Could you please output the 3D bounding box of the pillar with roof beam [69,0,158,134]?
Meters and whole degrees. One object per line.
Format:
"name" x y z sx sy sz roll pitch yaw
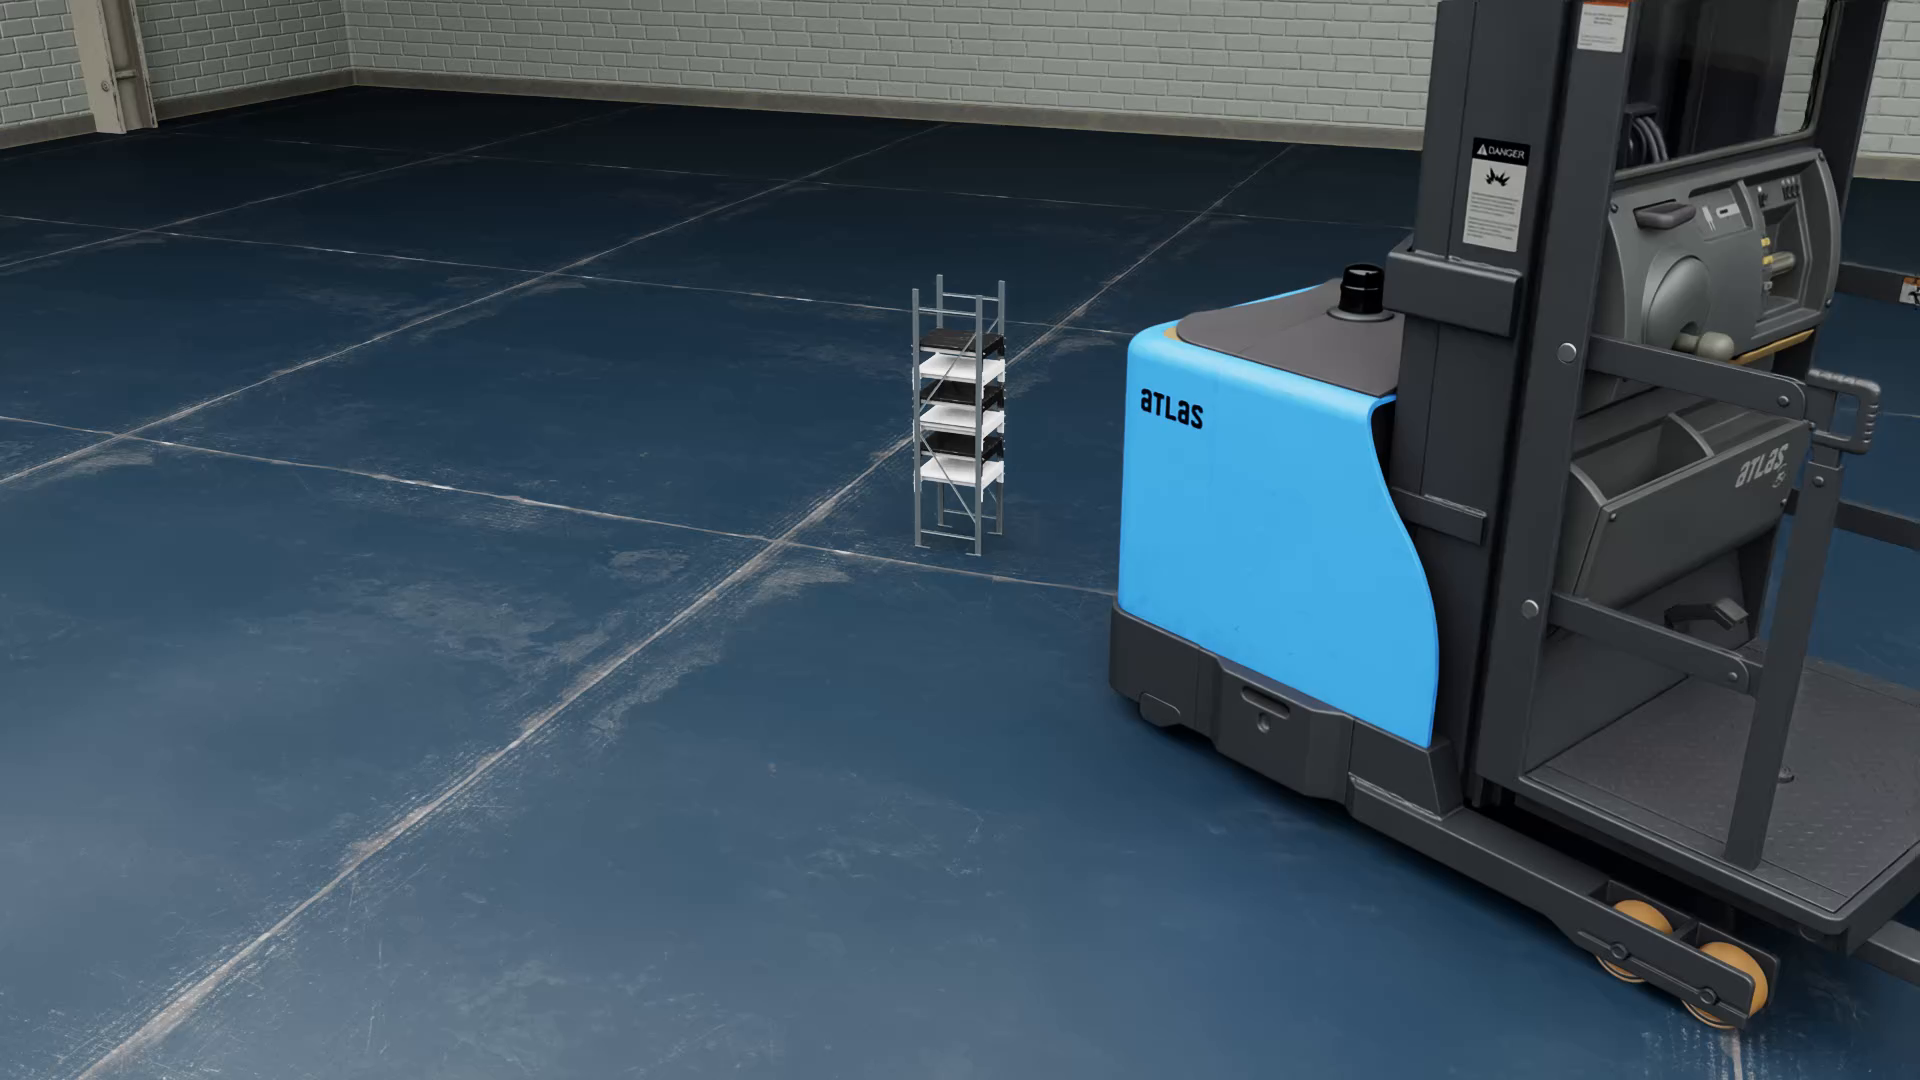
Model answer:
"pillar with roof beam" -3.054 -7.011 10.861 9.100 9.000 0.400 9 24 20

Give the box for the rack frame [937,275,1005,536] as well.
"rack frame" 0.035 -0.449 5.657 0.240 0.900 0.006 9 24 20

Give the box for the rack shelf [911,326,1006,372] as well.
"rack shelf" -0.003 -0.631 5.478 0.258 0.077 0.200 9 24 20

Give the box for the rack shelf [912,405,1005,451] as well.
"rack shelf" -0.003 -0.382 5.582 0.258 0.077 0.200 9 24 20

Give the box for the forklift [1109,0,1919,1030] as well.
"forklift" 1.748 -0.582 3.341 1.130 2.935 3.031 -18 29 -37

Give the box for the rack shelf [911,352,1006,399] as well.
"rack shelf" -0.003 -0.548 5.513 0.258 0.077 0.200 9 24 20

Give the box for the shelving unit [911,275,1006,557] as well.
"shelving unit" -0.003 -0.412 5.570 0.258 0.900 0.210 9 24 20

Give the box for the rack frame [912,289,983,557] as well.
"rack frame" -0.041 -0.376 5.483 0.240 0.900 0.006 9 24 20

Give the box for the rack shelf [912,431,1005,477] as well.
"rack shelf" -0.003 -0.299 5.617 0.258 0.077 0.200 9 24 20

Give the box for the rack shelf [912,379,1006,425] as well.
"rack shelf" -0.003 -0.465 5.548 0.258 0.077 0.200 9 24 20

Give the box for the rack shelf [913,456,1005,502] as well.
"rack shelf" -0.003 -0.215 5.652 0.258 0.077 0.200 9 24 20
